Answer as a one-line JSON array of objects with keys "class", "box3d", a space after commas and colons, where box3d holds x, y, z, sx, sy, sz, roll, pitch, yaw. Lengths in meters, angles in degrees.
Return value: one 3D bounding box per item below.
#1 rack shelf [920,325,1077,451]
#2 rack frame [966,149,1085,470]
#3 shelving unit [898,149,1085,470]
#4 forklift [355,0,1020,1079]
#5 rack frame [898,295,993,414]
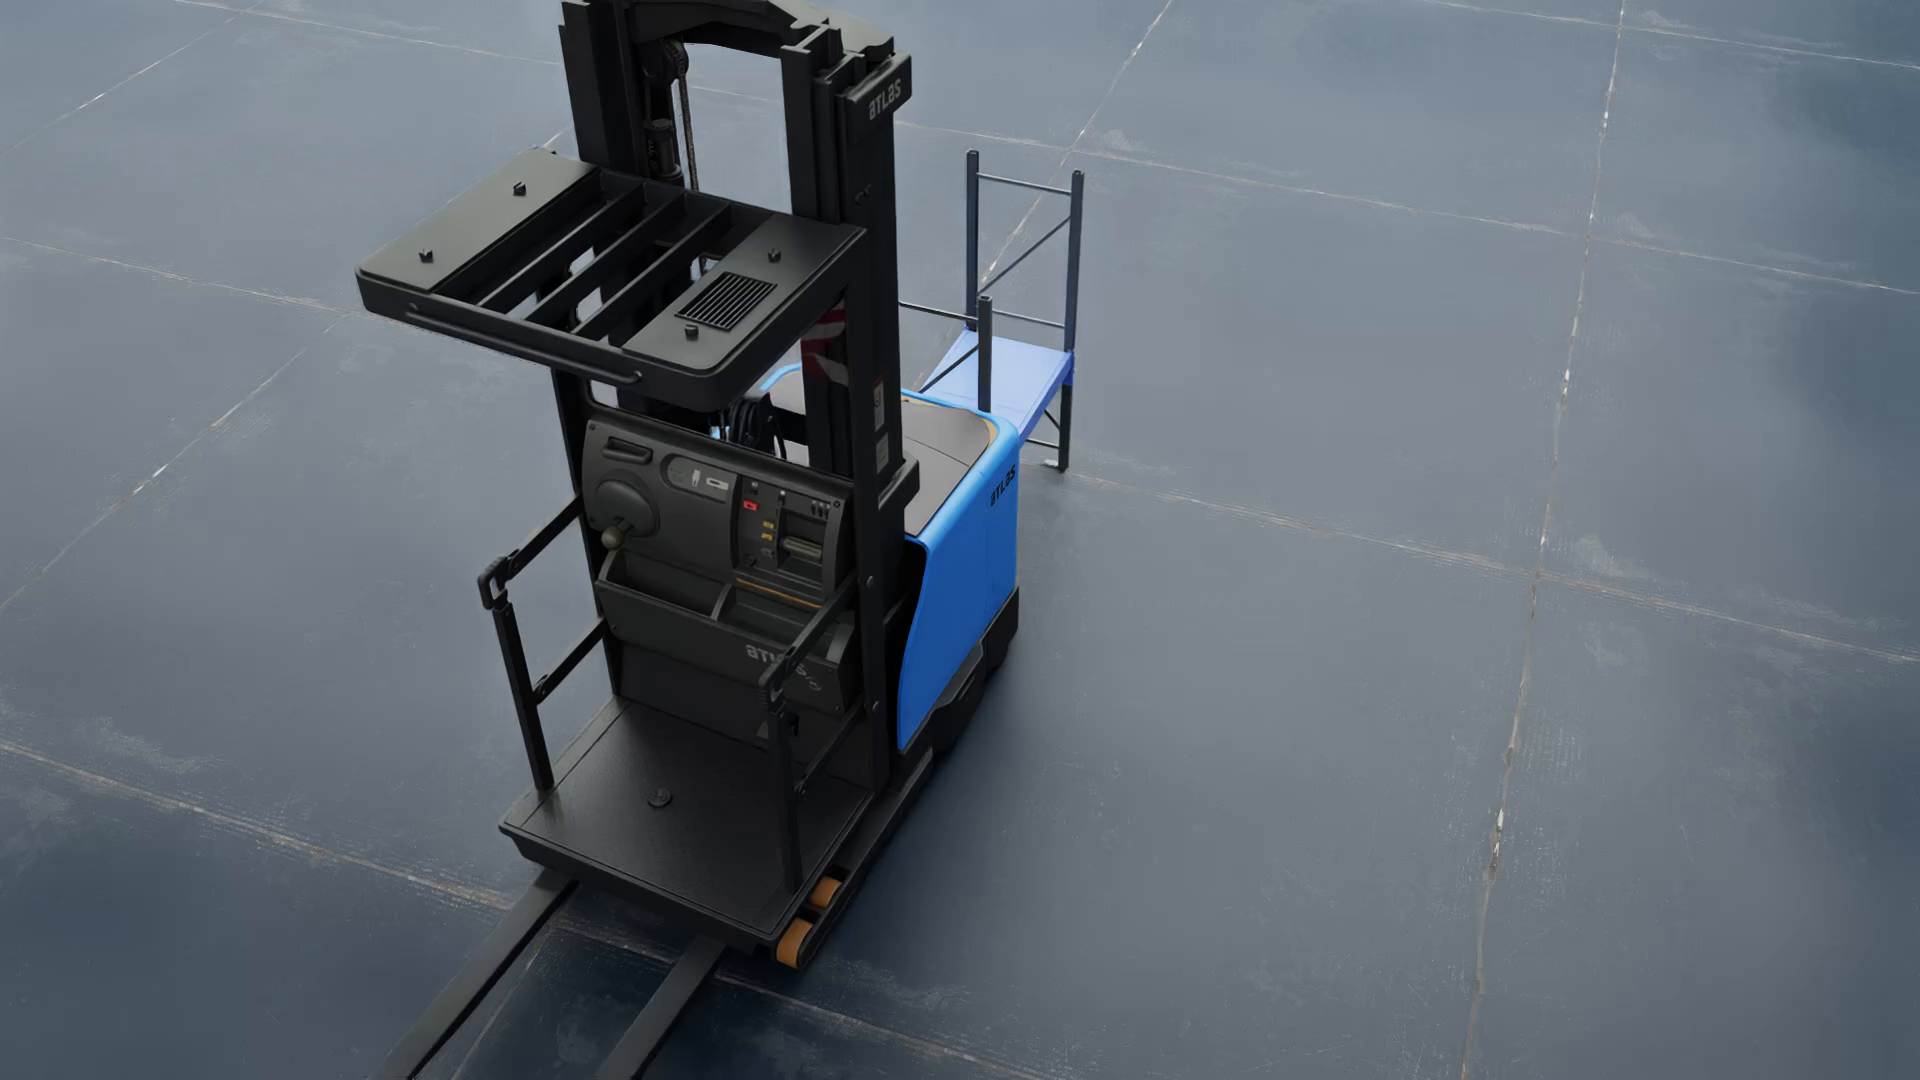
[{"class": "rack shelf", "box3d": [0.071, -0.520, 6.982, 0.538, 0.185, 1.000, 15, 43, 17]}, {"class": "rack frame", "box3d": [0.263, -0.963, 7.223, 0.500, 1.500, 0.032, 15, 43, 17]}, {"class": "shelving unit", "box3d": [0.071, -0.657, 6.865, 0.538, 1.500, 1.048, 15, 43, 17]}, {"class": "forklift", "box3d": [-0.864, -0.013, 5.007, 1.130, 2.935, 3.031, 18, 43, 19]}, {"class": "rack frame", "box3d": [-0.120, -0.352, 6.507, 0.500, 1.500, 0.032, 15, 43, 17]}]
